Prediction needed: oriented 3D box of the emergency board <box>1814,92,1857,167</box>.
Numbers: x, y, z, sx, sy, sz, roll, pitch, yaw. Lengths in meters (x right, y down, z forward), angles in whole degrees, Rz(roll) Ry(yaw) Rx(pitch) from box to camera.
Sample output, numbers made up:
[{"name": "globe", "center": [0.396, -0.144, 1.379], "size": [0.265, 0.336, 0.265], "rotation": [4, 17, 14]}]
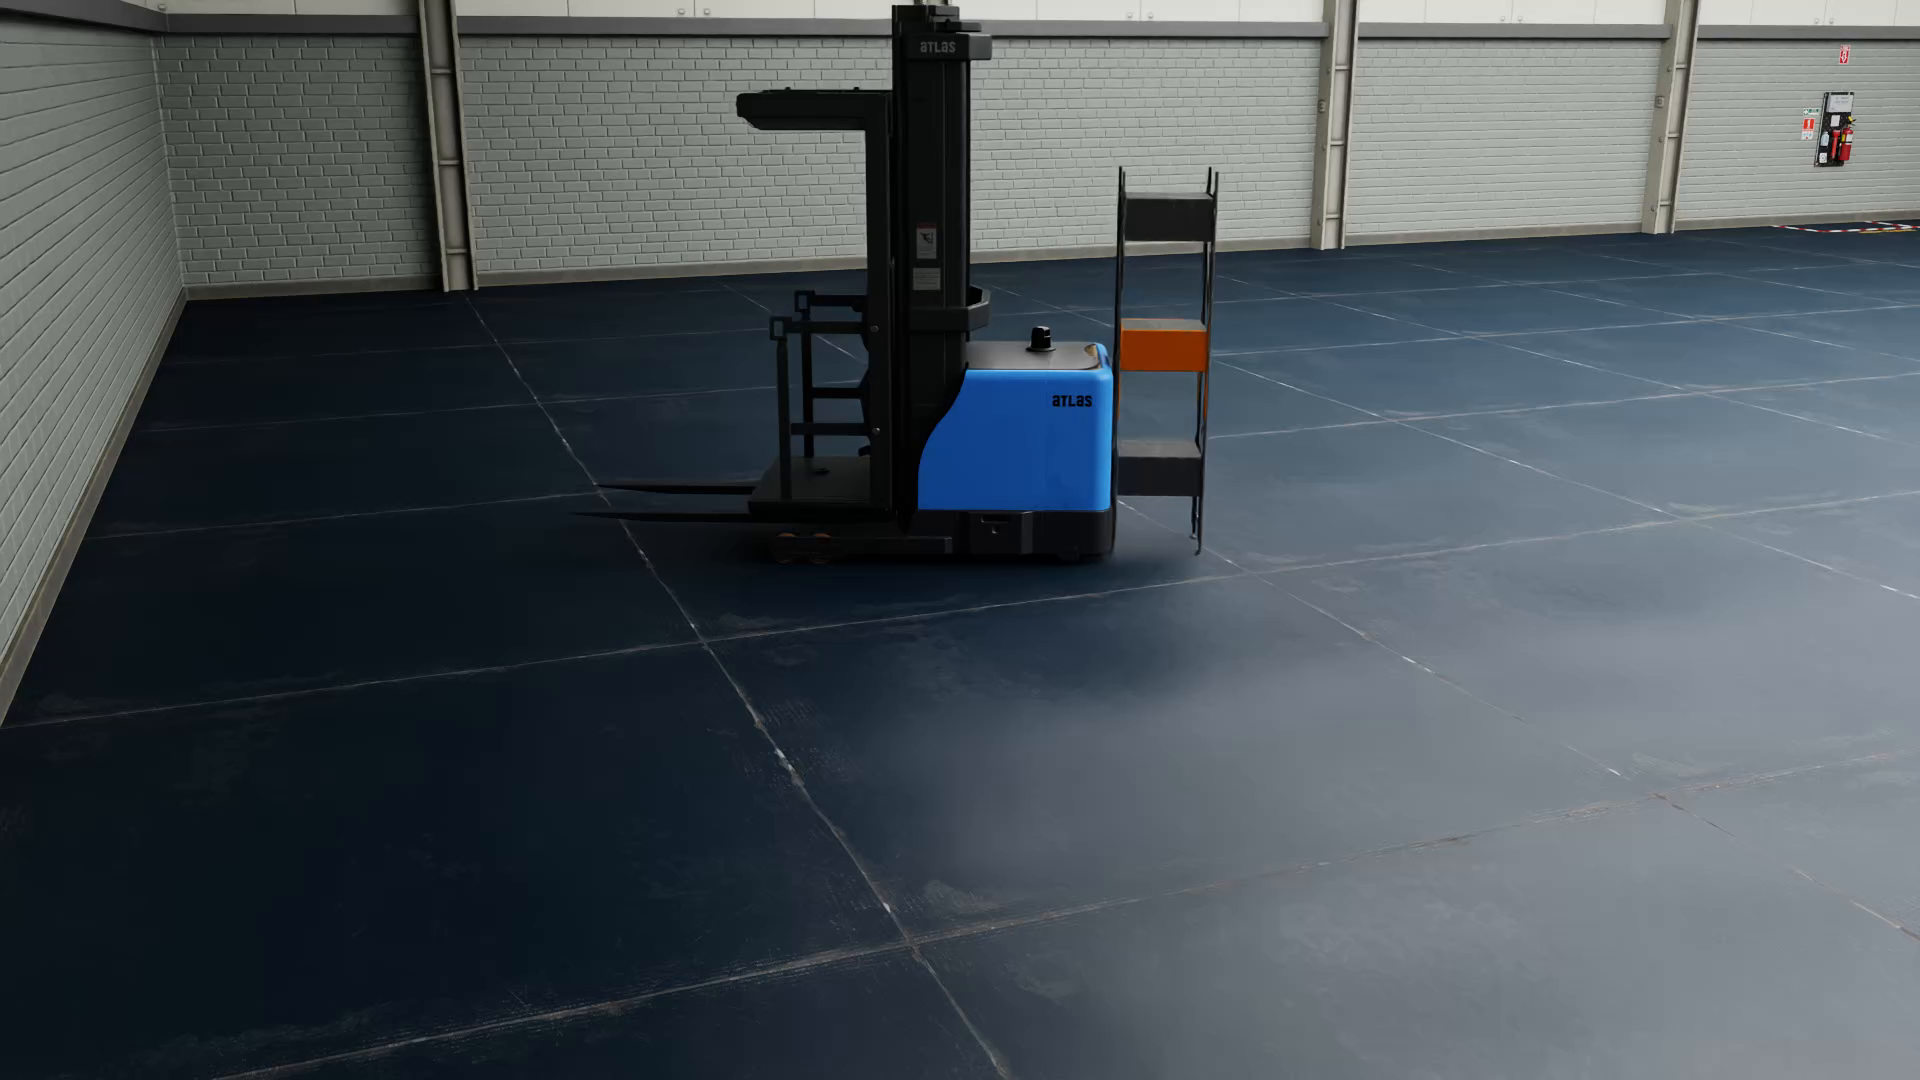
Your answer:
[{"name": "emergency board", "center": [14.149, -6.602, 26.758], "size": [0.643, 1.169, 0.194], "rotation": [-6, 17, -20]}]

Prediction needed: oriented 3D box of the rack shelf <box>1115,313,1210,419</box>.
[{"name": "rack shelf", "center": [1.113, -0.973, 9.229], "size": [0.480, 0.518, 0.431], "rotation": [1, 16, 2]}]

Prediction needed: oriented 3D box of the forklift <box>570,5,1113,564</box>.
[{"name": "forklift", "center": [-0.663, -1.423, 9.244], "size": [3.031, 2.935, 1.130], "rotation": [1, 16, 2]}]

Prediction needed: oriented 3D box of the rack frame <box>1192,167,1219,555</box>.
[{"name": "rack frame", "center": [1.356, -0.982, 9.215], "size": [0.015, 2.100, 0.400], "rotation": [1, 16, 2]}]

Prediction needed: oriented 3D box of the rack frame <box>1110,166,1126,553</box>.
[{"name": "rack frame", "center": [0.869, -0.989, 9.234], "size": [0.015, 2.100, 0.400], "rotation": [1, 16, 2]}]

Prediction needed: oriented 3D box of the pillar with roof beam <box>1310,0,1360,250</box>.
[{"name": "pillar with roof beam", "center": [6.806, -7.377, 18.750], "size": [0.400, 9.000, 9.100], "rotation": [-6, 17, -20]}]

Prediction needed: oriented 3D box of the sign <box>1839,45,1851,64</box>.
[{"name": "sign", "center": [14.106, -7.740, 26.518], "size": [0.199, 0.298, 0.001], "rotation": [-6, 17, -20]}]

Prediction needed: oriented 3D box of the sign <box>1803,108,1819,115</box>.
[{"name": "sign", "center": [13.604, -6.843, 26.574], "size": [0.331, 0.109, 0.001], "rotation": [-6, 17, -20]}]

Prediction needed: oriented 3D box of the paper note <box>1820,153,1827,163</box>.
[{"name": "paper note", "center": [13.959, -6.180, 26.883], "size": [0.142, 0.148, 0.016], "rotation": [-6, 17, -20]}]

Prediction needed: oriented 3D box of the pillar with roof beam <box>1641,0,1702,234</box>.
[{"name": "pillar with roof beam", "center": [12.408, -7.982, 20.810], "size": [0.400, 9.000, 9.100], "rotation": [-6, 17, -20]}]

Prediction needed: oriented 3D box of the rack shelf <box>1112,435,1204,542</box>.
[{"name": "rack shelf", "center": [1.110, -0.301, 9.426], "size": [0.480, 0.518, 0.431], "rotation": [1, 16, 2]}]

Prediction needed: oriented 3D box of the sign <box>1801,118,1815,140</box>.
[{"name": "sign", "center": [13.596, -6.591, 26.655], "size": [0.234, 0.329, 0.001], "rotation": [-6, 17, -20]}]

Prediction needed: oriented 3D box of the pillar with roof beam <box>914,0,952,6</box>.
[{"name": "pillar with roof beam", "center": [1.203, -6.773, 16.690], "size": [0.400, 9.000, 9.100], "rotation": [-6, 17, -20]}]

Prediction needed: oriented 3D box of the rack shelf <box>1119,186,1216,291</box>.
[{"name": "rack shelf", "center": [1.115, -1.644, 9.031], "size": [0.480, 0.518, 0.431], "rotation": [1, 16, 2]}]

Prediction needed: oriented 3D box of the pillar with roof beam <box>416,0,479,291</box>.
[{"name": "pillar with roof beam", "center": [-4.400, -6.168, 14.630], "size": [0.400, 9.000, 9.100], "rotation": [-6, 17, -20]}]

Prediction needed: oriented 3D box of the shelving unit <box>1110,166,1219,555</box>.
[{"name": "shelving unit", "center": [1.113, -0.986, 9.225], "size": [0.503, 2.100, 0.431], "rotation": [1, 16, 2]}]
